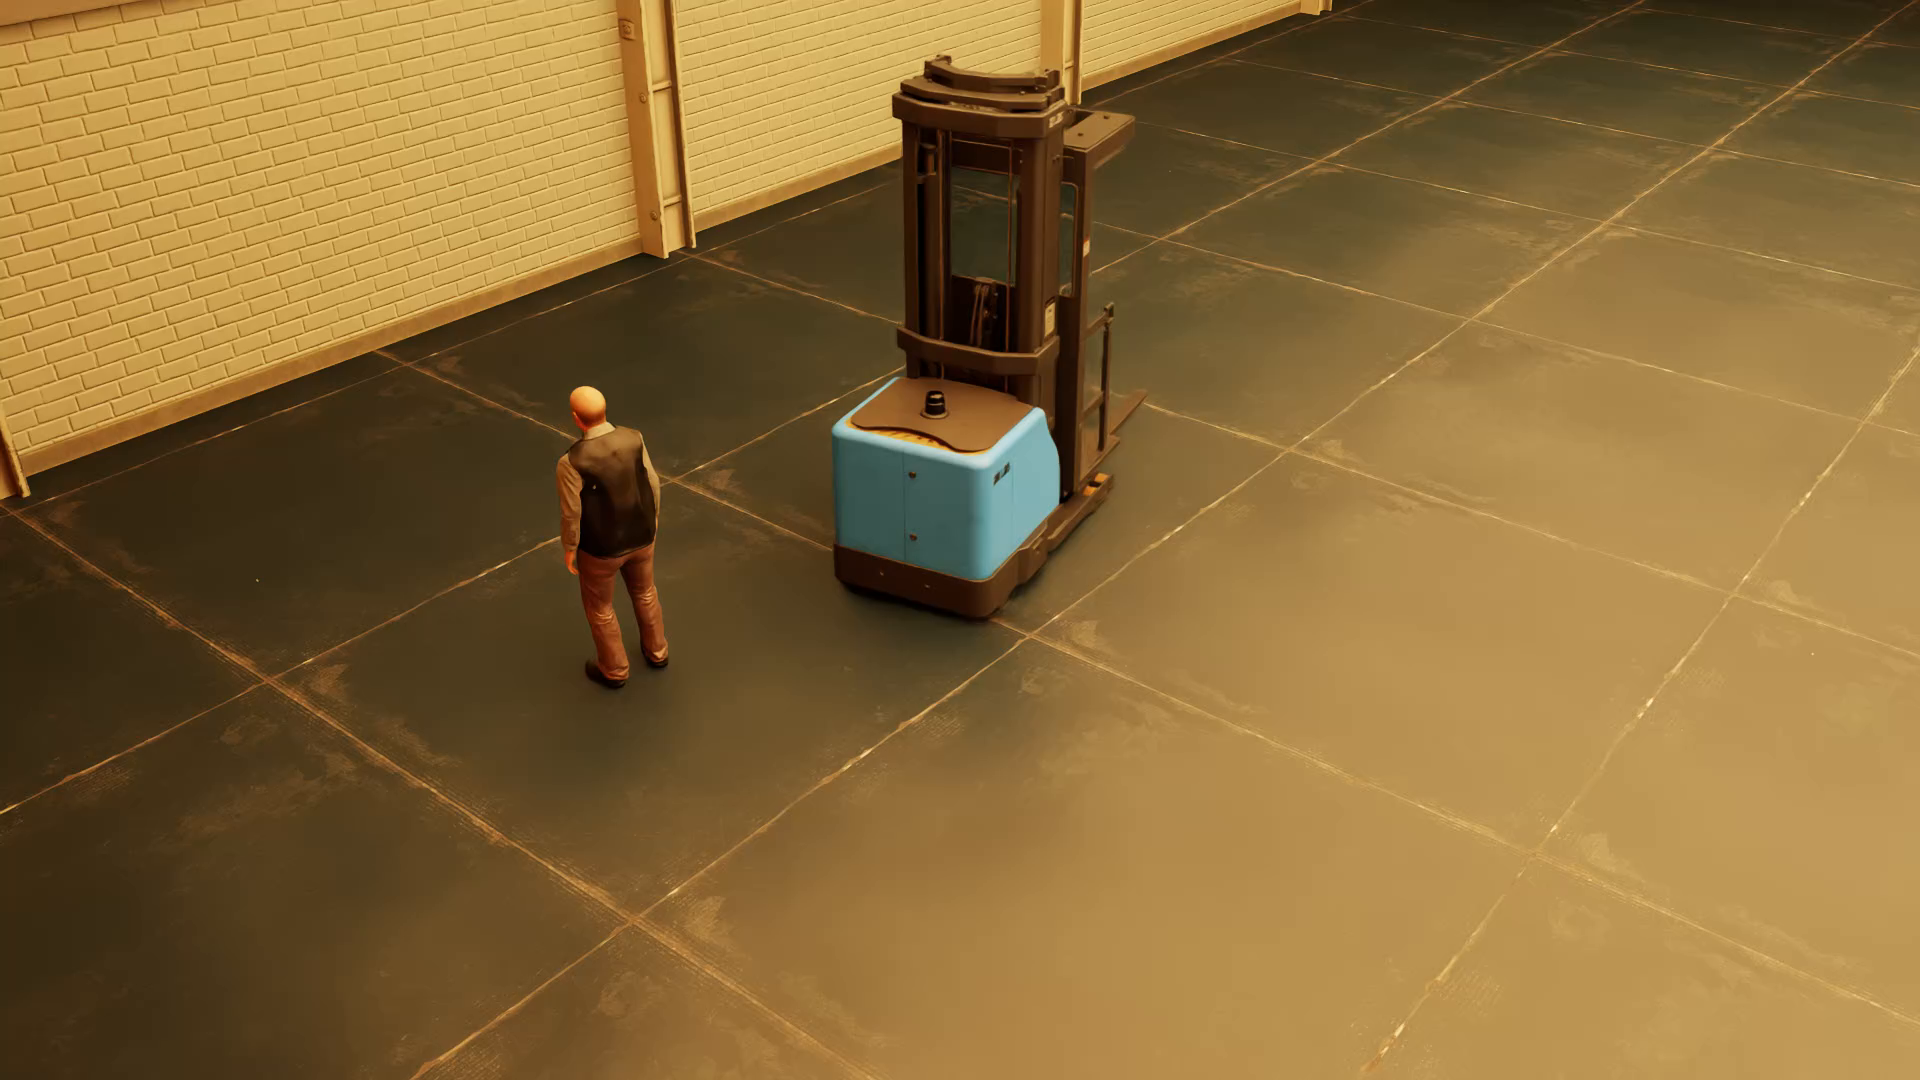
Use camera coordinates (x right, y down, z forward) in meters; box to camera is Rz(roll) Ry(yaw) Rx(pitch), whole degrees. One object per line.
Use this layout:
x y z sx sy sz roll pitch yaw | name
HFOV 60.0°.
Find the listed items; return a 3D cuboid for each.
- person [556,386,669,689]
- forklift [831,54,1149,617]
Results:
-1.832 -0.002 8.802 0.582 1.717 0.423 -24 38 -35 | person
0.365 -1.541 10.232 1.130 2.935 3.031 14 33 23 | forklift
